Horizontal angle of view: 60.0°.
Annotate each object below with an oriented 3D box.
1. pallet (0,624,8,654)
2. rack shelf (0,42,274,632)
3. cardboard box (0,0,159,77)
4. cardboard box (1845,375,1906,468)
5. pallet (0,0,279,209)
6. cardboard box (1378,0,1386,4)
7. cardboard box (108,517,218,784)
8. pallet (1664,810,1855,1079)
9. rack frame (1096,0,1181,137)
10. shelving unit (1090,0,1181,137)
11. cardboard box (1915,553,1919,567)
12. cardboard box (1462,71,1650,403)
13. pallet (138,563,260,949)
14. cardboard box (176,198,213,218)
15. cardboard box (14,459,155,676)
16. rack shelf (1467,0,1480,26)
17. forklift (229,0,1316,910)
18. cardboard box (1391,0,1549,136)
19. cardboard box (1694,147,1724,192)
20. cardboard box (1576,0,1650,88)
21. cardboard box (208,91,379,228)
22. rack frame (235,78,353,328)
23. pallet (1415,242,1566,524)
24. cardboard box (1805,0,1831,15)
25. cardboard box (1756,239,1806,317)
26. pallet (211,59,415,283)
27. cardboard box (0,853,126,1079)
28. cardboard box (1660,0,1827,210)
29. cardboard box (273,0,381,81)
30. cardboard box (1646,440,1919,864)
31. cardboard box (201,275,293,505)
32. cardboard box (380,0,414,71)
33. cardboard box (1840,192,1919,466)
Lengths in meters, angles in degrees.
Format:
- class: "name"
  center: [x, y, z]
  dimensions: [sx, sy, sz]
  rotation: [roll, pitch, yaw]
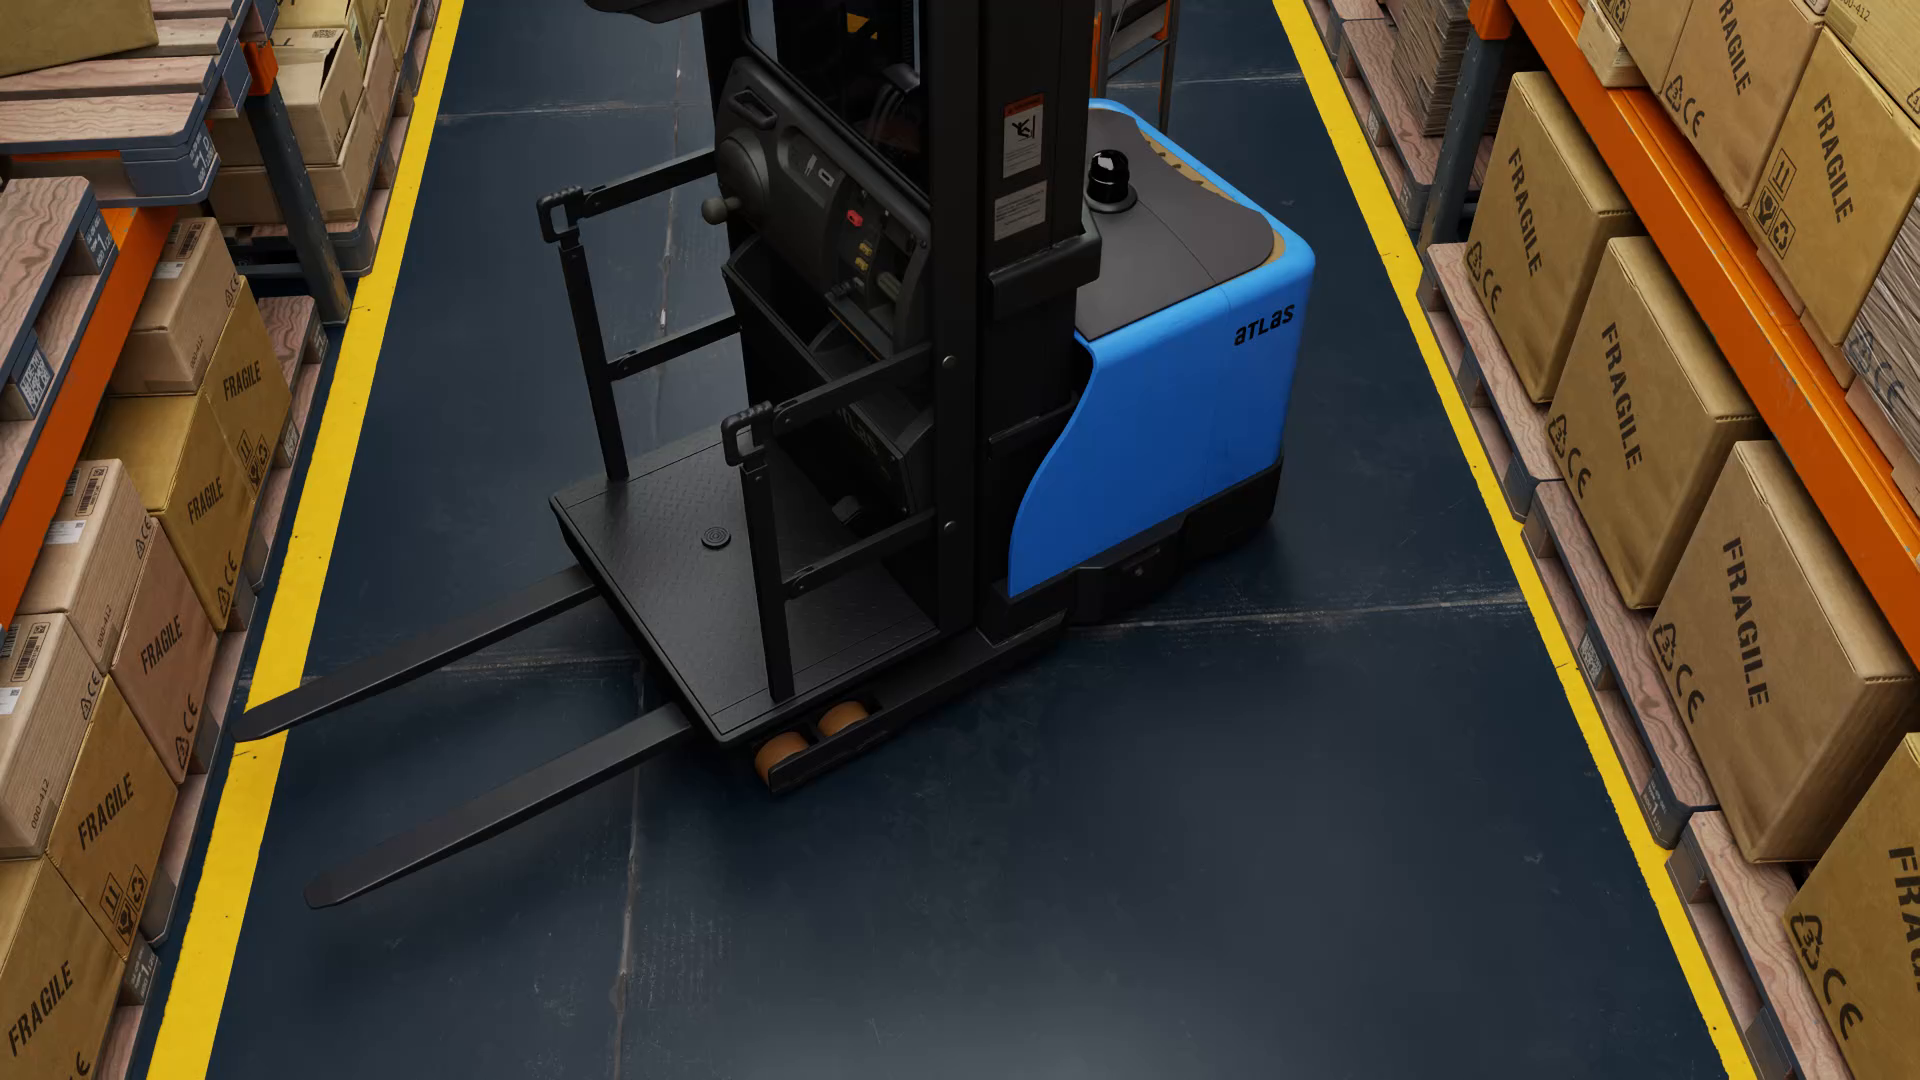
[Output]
- class: "pallet"
  center: [-2.331, 0.561, 2.785]
  dimensions: [1.003, 0.211, 1.213]
  rotation: [-3, 47, -3]
- class: "rack shelf"
  center: [-2.541, -0.120, 3.793]
  dimensions: [1.077, 0.370, 4.000]
  rotation: [-3, 47, -3]
- class: "cardboard box"
  center: [-2.543, -1.545, 4.289]
  dimensions: [0.700, 0.500, 0.500]
  rotation: [-18, 49, -16]
- class: "cardboard box"
  center: [2.190, -0.294, 3.622]
  dimensions: [0.380, 0.149, 0.250]
  rotation: [-5, 47, -4]
- class: "pallet"
  center: [-2.582, -1.262, 4.512]
  dimensions: [1.213, 0.211, 1.003]
  rotation: [-3, 47, -3]
- class: "cardboard box"
  center: [2.118, -2.665, 7.127]
  dimensions: [0.700, 0.500, 0.500]
  rotation: [-4, 47, -4]
- class: "cardboard box"
  center: [-2.303, 0.310, 4.309]
  dimensions: [0.500, 0.500, 0.500]
  rotation: [-5, 47, -5]
- class: "pallet"
  center: [2.423, 1.181, 3.986]
  dimensions: [1.003, 0.211, 1.213]
  rotation: [-3, 47, -3]
- class: "rack frame"
  center: [0.557, -1.504, 5.228]
  dimensions: [0.015, 2.100, 0.400]
  rotation: [33, 55, 27]
- class: "shelving unit"
  center: [0.374, -1.621, 5.339]
  dimensions: [0.503, 2.100, 0.431]
  rotation: [33, 55, 27]
- class: "cardboard box"
  center: [2.150, 0.069, 3.278]
  dimensions: [0.380, 0.149, 0.250]
  rotation: [-3, 47, -3]
- class: "cardboard box"
  center: [2.159, -0.984, 5.307]
  dimensions: [0.750, 0.750, 0.750]
  rotation: [-4, 47, -4]
- class: "pallet"
  center: [-2.584, 0.567, 4.567]
  dimensions: [1.003, 0.211, 1.213]
  rotation: [-3, 47, -3]
- class: "cardboard box"
  center: [-2.995, -1.379, 6.095]
  dimensions: [0.500, 0.250, 0.500]
  rotation: [-2, 47, -2]
- class: "cardboard box"
  center: [-2.297, 0.079, 4.012]
  dimensions: [0.500, 0.250, 0.500]
  rotation: [-4, 47, -4]
- class: "rack shelf"
  center: [2.060, -3.318, 6.822]
  dimensions: [1.077, 0.370, 4.000]
  rotation: [-3, 47, -3]
- class: "forklift"
  center: [-0.520, -0.757, 3.949]
  dimensions: [3.031, 2.935, 1.130]
  rotation: [-26, 52, -22]
- class: "cardboard box"
  center: [2.116, -1.928, 6.428]
  dimensions: [0.700, 0.500, 0.500]
  rotation: [-3, 47, -3]
- class: "cardboard box"
  center: [2.149, -1.045, 4.333]
  dimensions: [0.380, 0.149, 0.250]
  rotation: [-3, 47, -2]
- class: "cardboard box"
  center: [1.975, -1.406, 4.675]
  dimensions: [0.380, 0.149, 0.250]
  rotation: [-2, 47, -2]
- class: "cardboard box"
  center: [-2.459, -1.410, 6.124]
  dimensions: [0.500, 0.250, 0.500]
  rotation: [-4, 47, -3]
- class: "rack frame"
  center: [-2.708, -1.815, 4.903]
  dimensions: [1.000, 3.000, 0.127]
  rotation: [-3, 47, -3]
- class: "pallet"
  center: [2.219, -0.584, 5.658]
  dimensions: [1.003, 0.211, 1.213]
  rotation: [-3, 47, -3]
- class: "cardboard box"
  center: [2.100, -1.425, 3.730]
  dimensions: [0.500, 0.250, 0.500]
  rotation: [-3, 47, -3]
- class: "cardboard box"
  center: [2.164, -0.677, 3.985]
  dimensions: [0.380, 0.149, 0.250]
  rotation: [-3, 47, -3]
- class: "pallet"
  center: [-2.738, -1.454, 6.481]
  dimensions: [1.003, 0.211, 1.213]
  rotation: [-3, 47, -3]
- class: "cardboard box"
  center: [-2.227, 1.038, 3.620]
  dimensions: [0.500, 0.500, 0.500]
  rotation: [-3, 47, -3]
- class: "cardboard box"
  center: [2.088, -1.156, 3.992]
  dimensions: [0.500, 0.500, 0.500]
  rotation: [-4, 47, -3]
- class: "cardboard box"
  center: [-2.512, -1.983, 6.280]
  dimensions: [0.500, 0.311, 0.500]
  rotation: [-5, 47, -4]
- class: "cardboard box"
  center: [2.301, 0.265, 4.124]
  dimensions: [0.750, 0.750, 0.750]
  rotation: [-2, 47, -2]
- class: "cardboard box"
  center: [-2.396, -0.444, 5.023]
  dimensions: [0.500, 0.500, 0.500]
  rotation: [-2, 47, -2]
- class: "cardboard box"
  center: [-2.552, -2.150, 6.824]
  dimensions: [0.500, 0.250, 0.500]
  rotation: [-5, 47, -4]
- class: "cardboard box"
  center: [2.187, -0.419, 3.293]
  dimensions: [0.500, 0.500, 0.500]
  rotation: [-3, 47, -3]
